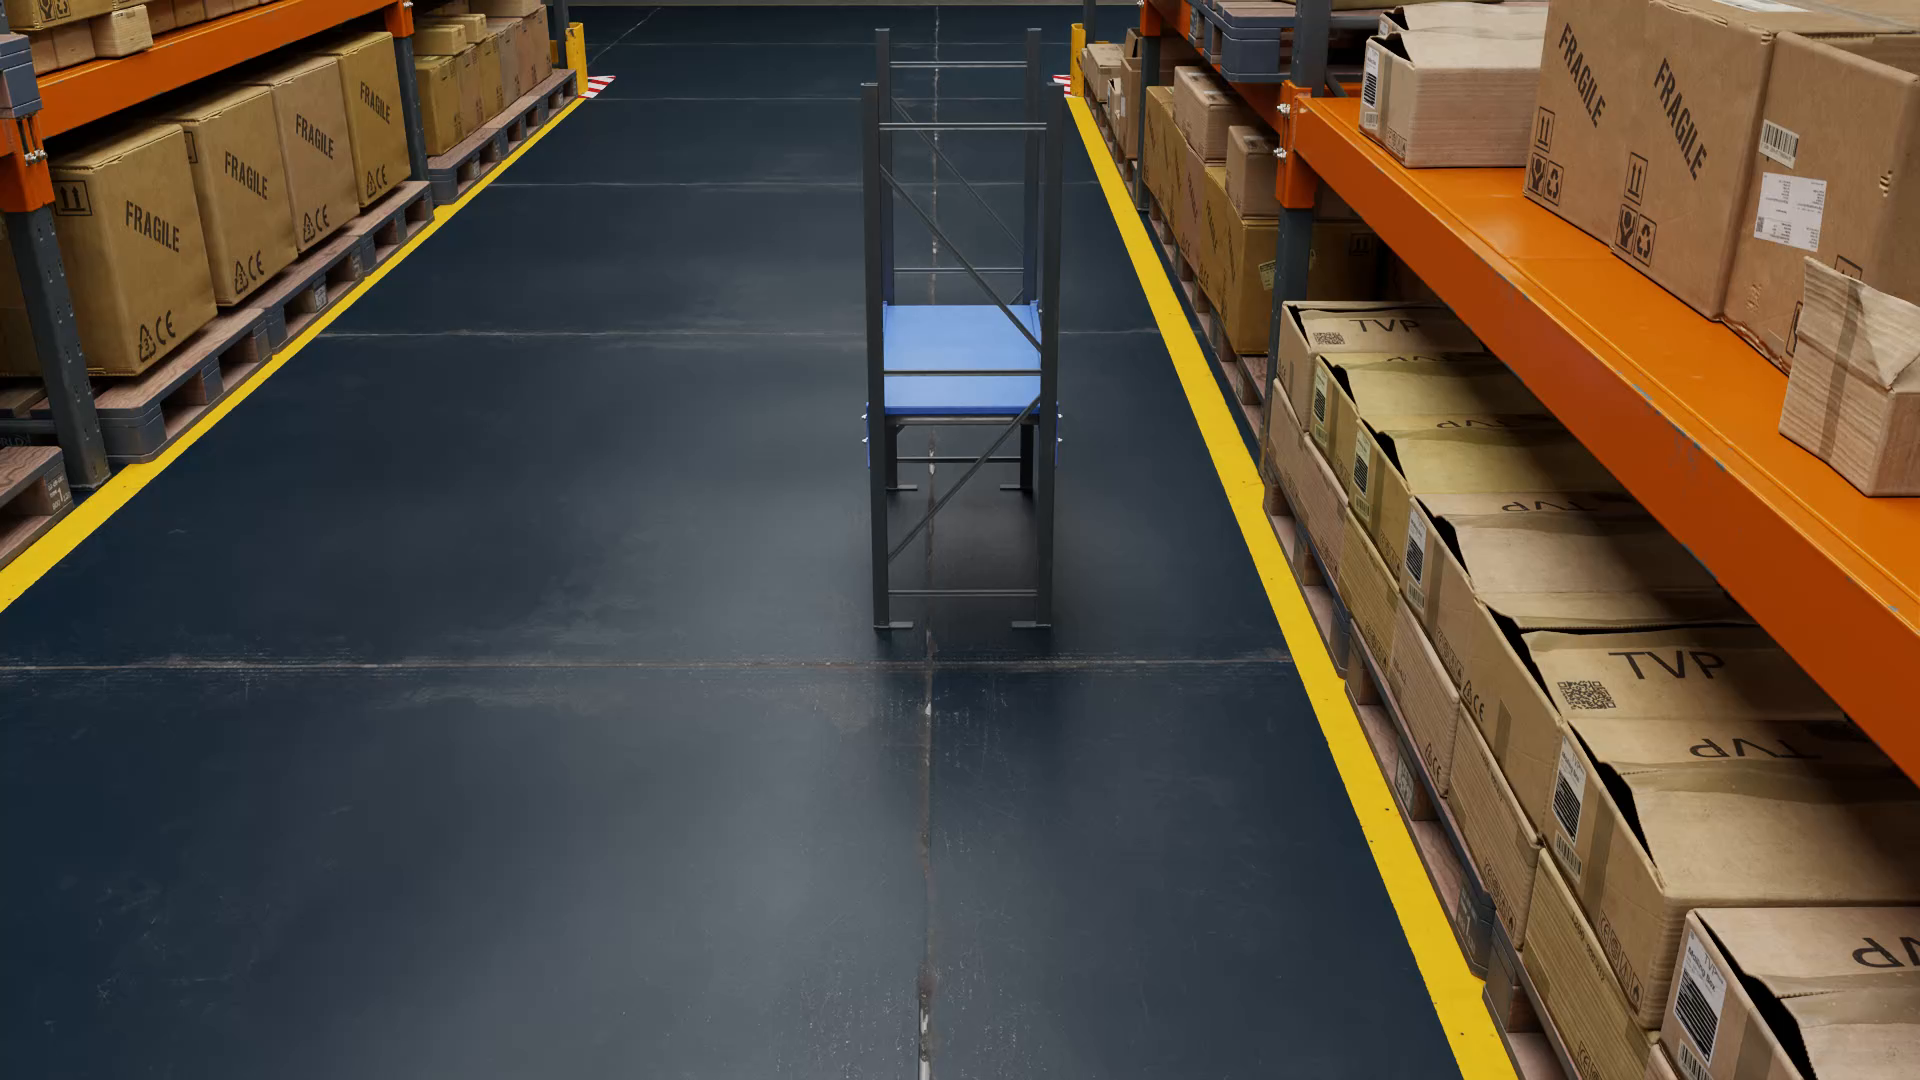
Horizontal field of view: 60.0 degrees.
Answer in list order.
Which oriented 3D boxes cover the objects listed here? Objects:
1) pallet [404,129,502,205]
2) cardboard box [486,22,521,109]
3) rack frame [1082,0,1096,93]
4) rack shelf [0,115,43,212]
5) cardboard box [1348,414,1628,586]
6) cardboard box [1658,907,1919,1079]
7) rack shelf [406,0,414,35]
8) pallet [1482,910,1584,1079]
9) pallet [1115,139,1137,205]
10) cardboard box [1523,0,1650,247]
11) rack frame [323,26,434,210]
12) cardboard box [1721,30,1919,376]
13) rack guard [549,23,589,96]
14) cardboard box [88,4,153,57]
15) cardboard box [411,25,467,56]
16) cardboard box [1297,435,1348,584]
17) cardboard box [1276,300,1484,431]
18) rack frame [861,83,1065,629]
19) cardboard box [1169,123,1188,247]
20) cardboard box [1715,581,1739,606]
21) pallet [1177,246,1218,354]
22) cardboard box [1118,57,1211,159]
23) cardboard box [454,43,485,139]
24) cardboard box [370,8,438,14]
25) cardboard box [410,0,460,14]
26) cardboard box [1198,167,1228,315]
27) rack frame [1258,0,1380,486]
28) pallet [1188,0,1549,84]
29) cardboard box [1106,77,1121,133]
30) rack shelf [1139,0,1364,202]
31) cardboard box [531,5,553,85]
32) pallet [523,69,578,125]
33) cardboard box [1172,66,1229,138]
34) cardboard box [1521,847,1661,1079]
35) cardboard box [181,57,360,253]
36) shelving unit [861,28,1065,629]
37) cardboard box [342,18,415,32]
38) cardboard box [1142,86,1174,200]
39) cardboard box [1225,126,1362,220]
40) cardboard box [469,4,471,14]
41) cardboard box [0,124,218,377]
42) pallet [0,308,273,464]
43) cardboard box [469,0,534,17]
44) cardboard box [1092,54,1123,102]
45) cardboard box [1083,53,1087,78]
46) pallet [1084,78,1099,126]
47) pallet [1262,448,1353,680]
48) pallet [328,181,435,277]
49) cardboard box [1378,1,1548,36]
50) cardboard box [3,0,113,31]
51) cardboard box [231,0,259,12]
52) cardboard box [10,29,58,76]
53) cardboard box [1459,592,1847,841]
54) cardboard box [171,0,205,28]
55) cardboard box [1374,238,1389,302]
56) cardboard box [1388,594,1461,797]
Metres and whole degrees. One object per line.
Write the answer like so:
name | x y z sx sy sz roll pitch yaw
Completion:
pallet | -3.392 -2.245 9.958 1.003 0.211 1.213 0 24 -1
cardboard box | -3.386 -3.201 11.212 0.700 0.500 0.500 -1 24 -2
rack frame | 1.448 -4.874 12.387 1.000 3.000 0.127 0 24 -1
rack shelf | -3.397 -0.402 3.372 1.077 0.370 4.000 0 24 -1
cardboard box | 1.264 -0.128 4.040 0.500 0.311 0.500 -1 24 -2
cardboard box | 1.288 0.711 2.185 0.500 0.311 0.500 0 24 -1
rack shelf | -3.484 -3.699 10.661 1.077 0.370 4.000 0 24 -1
pallet | 1.532 1.038 2.700 1.003 0.211 1.213 0 24 -1
pallet | 1.485 -2.238 9.943 1.003 0.211 1.213 0 24 -1
cardboard box | 1.570 -0.932 3.549 0.500 0.500 0.500 -2 24 -3
rack frame | -3.462 -3.202 8.690 1.000 3.000 0.127 0 24 -1
cardboard box | 1.581 -0.509 2.613 0.500 0.500 0.500 1 24 3
rack guard | -3.506 -3.721 12.872 1.175 0.500 0.348 0 24 -1
cardboard box | -3.103 -1.799 5.868 0.380 0.149 0.250 0 24 1
cardboard box | -3.189 -3.001 9.981 0.380 0.149 0.250 1 24 1
cardboard box | 1.253 -0.092 4.641 0.500 0.250 0.500 -1 24 -2
cardboard box | 1.247 -0.555 4.983 0.500 0.311 0.500 1 24 1
rack frame | 0.006 -0.439 4.400 0.500 1.500 0.032 0 24 -1
cardboard box | 1.268 -1.661 7.783 0.500 0.500 0.500 0 24 0
cardboard box | 1.805 0.072 3.598 0.500 0.311 0.500 0 24 1
pallet | 1.554 -1.116 7.463 1.003 0.211 1.213 0 24 -1
cardboard box | 1.201 -2.521 9.684 0.500 0.500 0.500 0 24 -1
cardboard box | -3.370 -2.770 10.259 0.700 0.500 0.500 0 24 -1
cardboard box | -3.582 -3.334 10.719 0.380 0.149 0.250 -1 24 -2
cardboard box | -3.587 -3.544 11.183 0.380 0.149 0.250 0 24 0
cardboard box | 1.285 -1.237 6.844 0.500 0.500 0.500 -1 24 -2
rack frame | 1.535 -1.578 5.099 1.000 3.000 0.127 0 24 -1
pallet | 1.457 -1.769 5.755 1.213 0.211 1.003 0 24 -1
cardboard box | 1.193 -2.744 10.406 0.500 0.311 0.500 0 24 -1
rack shelf | 1.513 -2.074 7.069 1.077 0.370 4.000 0 24 -1
cardboard box | -3.398 -3.615 12.126 0.700 0.500 0.500 0 24 -1
pallet | -3.419 -3.251 12.182 1.003 0.211 1.213 0 24 -1
cardboard box | 1.264 -2.017 7.659 0.500 0.250 0.500 0 24 0
cardboard box | 1.280 0.754 2.770 0.500 0.250 0.500 -1 24 -1
cardboard box | -3.312 -1.781 7.646 0.750 0.750 0.750 0 24 1
shelving unit | 0.001 -0.648 4.863 0.538 1.500 1.048 0 24 -1
cardboard box | -3.576 -3.124 10.254 0.380 0.149 0.250 -1 24 -2
cardboard box | 1.253 -2.087 8.724 0.500 0.500 0.500 -1 24 -3
cardboard box | 1.285 -1.388 6.269 0.500 0.250 0.500 1 24 1
cardboard box | -3.593 -3.752 11.643 0.380 0.149 0.250 0 24 0
cardboard box | -3.295 -1.069 6.074 0.750 0.750 0.750 -1 24 -1
pallet | -3.352 -0.609 6.340 1.003 0.211 1.213 0 24 -1
cardboard box | -3.211 -3.753 11.645 0.380 0.149 0.250 0 24 1
cardboard box | 1.181 -3.185 11.454 0.500 0.250 0.500 0 24 -1
cardboard box | 1.111 -3.507 12.268 0.380 0.166 0.250 0 24 -1
pallet | 1.458 -3.244 12.166 1.003 0.211 1.213 0 24 -1
pallet | 1.505 0.032 4.923 1.003 0.211 1.213 0 24 -1
pallet | -3.378 -1.614 8.563 1.003 0.211 1.213 0 24 -1
cardboard box | 1.495 -1.387 4.785 0.500 0.311 0.500 1 24 3
cardboard box | -3.168 -1.945 5.405 0.500 0.500 0.500 0 24 1
cardboard box | -3.214 -2.326 7.033 0.380 0.149 0.250 0 24 1
cardboard box | -3.190 -1.585 5.396 0.380 0.149 0.250 -1 24 -1
cardboard box | 1.272 0.291 3.113 0.500 0.311 0.500 0 24 -1
cardboard box | -3.232 -2.115 6.568 0.380 0.149 0.250 0 24 0
cardboard box | 1.804 -1.044 6.417 0.500 0.500 0.500 -1 24 -2
cardboard box | 1.270 0.333 3.700 0.500 0.250 0.500 0 24 1
